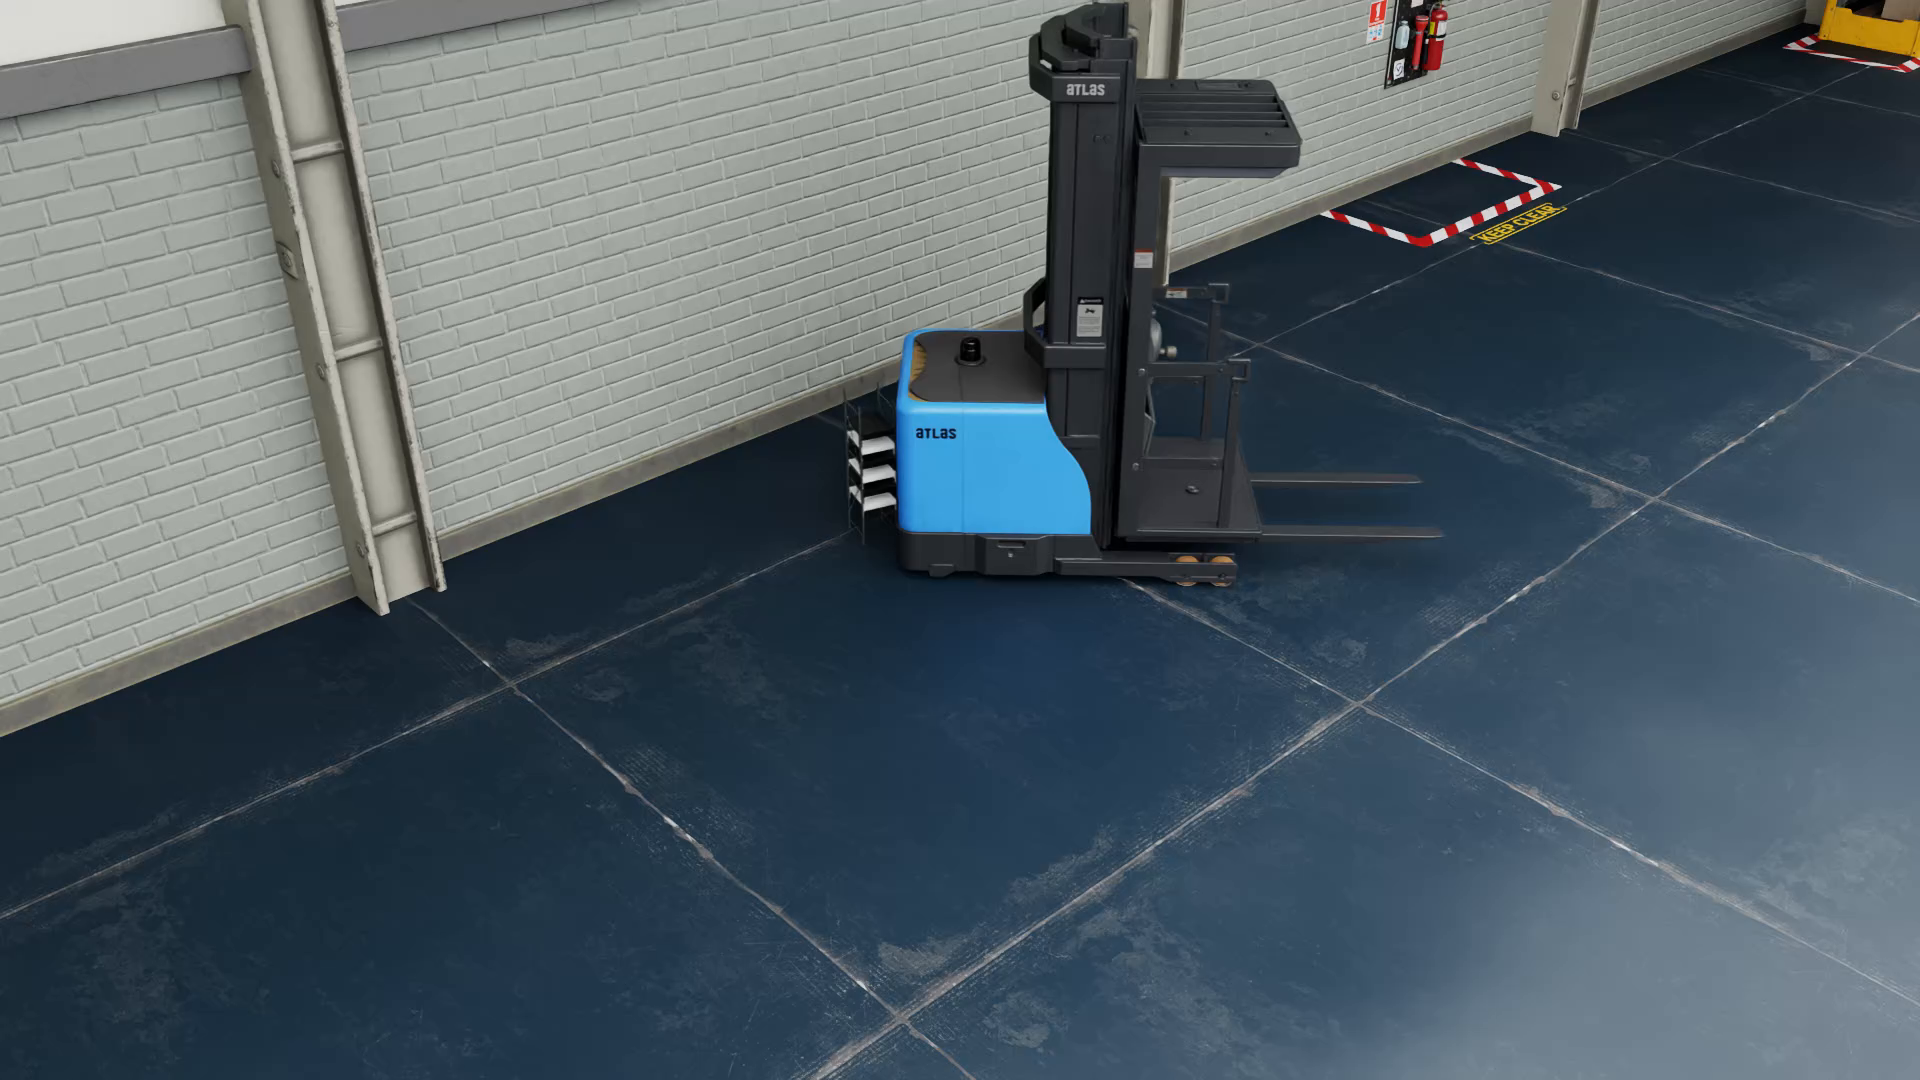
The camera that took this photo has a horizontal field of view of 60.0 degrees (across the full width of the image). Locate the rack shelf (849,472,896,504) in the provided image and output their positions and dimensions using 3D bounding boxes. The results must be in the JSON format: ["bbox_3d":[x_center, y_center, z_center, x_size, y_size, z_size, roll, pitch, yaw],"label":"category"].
[{"bbox_3d":[-0.504,-0.317,9.477,0.200,0.077,0.258,-13,34,-21],"label":"rack shelf"}]

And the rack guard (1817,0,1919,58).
[{"bbox_3d":[10.262,-5.767,18.536,0.348,0.500,1.175,-26,40,-35],"label":"rack guard"}]

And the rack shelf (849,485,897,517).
[{"bbox_3d":[-0.504,-0.240,9.524,0.200,0.077,0.258,-13,34,-21],"label":"rack shelf"}]

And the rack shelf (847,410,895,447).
[{"bbox_3d":[-0.504,-0.624,9.289,0.200,0.077,0.258,-13,34,-21],"label":"rack shelf"}]

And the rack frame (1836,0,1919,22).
[{"bbox_3d":[10.206,-6.806,17.840,0.127,3.000,1.000,-26,40,-35],"label":"rack frame"}]

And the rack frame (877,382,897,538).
[{"bbox_3d":[-0.411,-0.444,9.449,0.006,0.900,0.240,-13,34,-21],"label":"rack frame"}]

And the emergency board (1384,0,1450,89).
[{"bbox_3d":[3.893,-4.395,13.897,0.643,1.169,0.194,-26,40,-35],"label":"emergency board"}]

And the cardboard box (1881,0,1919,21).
[{"bbox_3d":[10.774,-6.058,18.772,0.500,0.311,0.500,24,39,34],"label":"cardboard box"}]

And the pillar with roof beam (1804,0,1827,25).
[{"bbox_3d":[13.058,-8.298,14.529,0.400,9.000,9.100,-26,40,-35],"label":"pillar with roof beam"}]

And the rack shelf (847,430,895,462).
[{"bbox_3d":[-0.504,-0.547,9.336,0.200,0.077,0.258,-13,34,-21],"label":"rack shelf"}]

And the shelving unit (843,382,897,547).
[{"bbox_3d":[-0.504,-0.422,9.412,0.210,0.900,0.258,-13,34,-21],"label":"shelving unit"}]

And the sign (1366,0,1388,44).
[{"bbox_3d":[3.418,-4.254,13.632,0.234,0.329,0.001,-26,40,-35],"label":"sign"}]

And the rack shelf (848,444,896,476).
[{"bbox_3d":[-0.504,-0.471,9.383,0.200,0.077,0.258,-13,34,-21],"label":"rack shelf"}]

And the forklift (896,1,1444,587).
[{"bbox_3d":[1.173,-1.276,8.862,3.031,2.935,1.130,1,31,1],"label":"forklift"}]

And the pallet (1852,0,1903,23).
[{"bbox_3d":[10.881,-5.918,19.061,1.213,0.211,1.003,-26,40,-35],"label":"pallet"}]

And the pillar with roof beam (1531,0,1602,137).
[{"bbox_3d":[8.658,-6.170,11.049,0.400,9.000,9.100,-26,40,-35],"label":"pillar with roof beam"}]

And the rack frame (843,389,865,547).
[{"bbox_3d":[-0.596,-0.400,9.376,0.006,0.900,0.240,-13,34,-21],"label":"rack frame"}]

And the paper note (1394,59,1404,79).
[{"bbox_3d":[3.717,-3.983,14.068,0.142,0.148,0.016,-26,40,-35],"label":"paper note"}]

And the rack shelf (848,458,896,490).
[{"bbox_3d":[-0.504,-0.394,9.430,0.200,0.077,0.258,-13,34,-21],"label":"rack shelf"}]

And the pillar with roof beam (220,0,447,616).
[{"bbox_3d":[-0.141,-1.914,4.088,0.400,9.000,9.100,-26,40,-35],"label":"pillar with roof beam"}]

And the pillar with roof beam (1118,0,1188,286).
[{"bbox_3d":[4.259,-4.042,7.568,0.400,9.000,9.100,-26,40,-35],"label":"pillar with roof beam"}]
